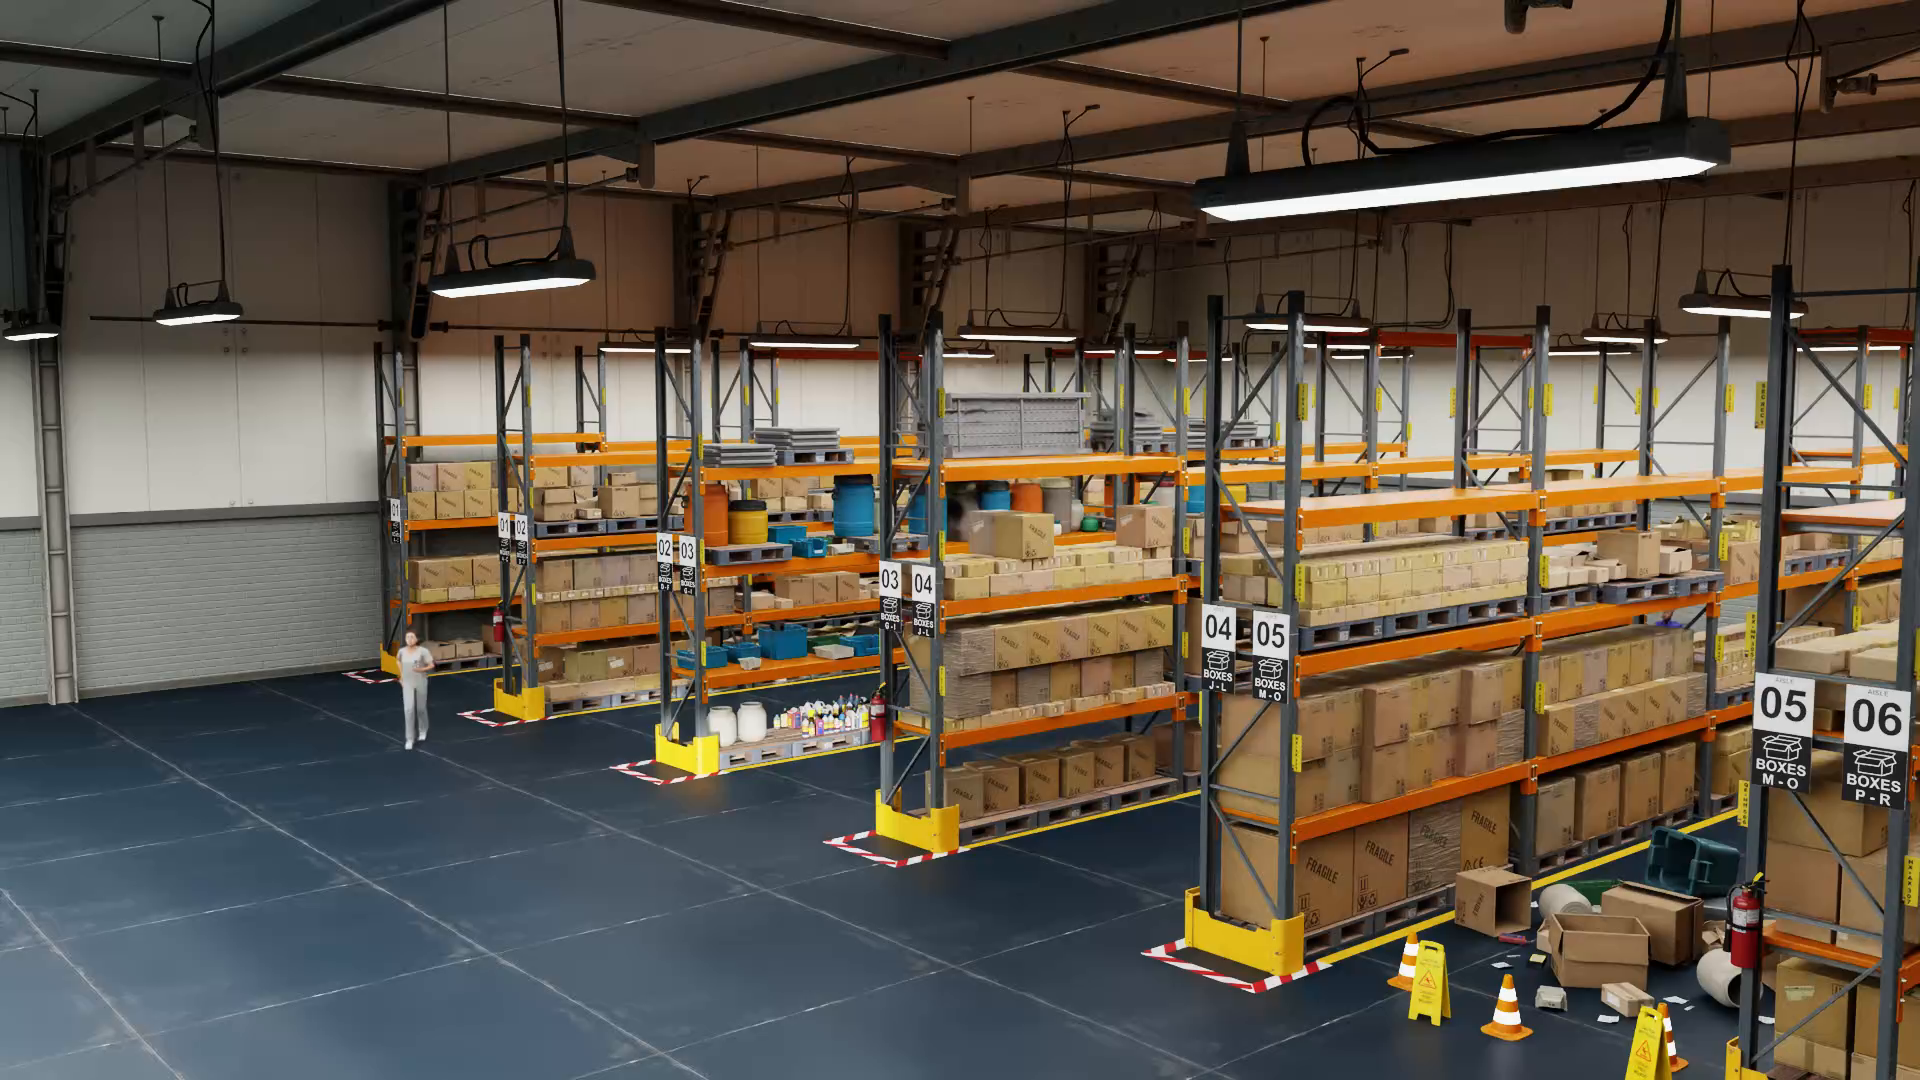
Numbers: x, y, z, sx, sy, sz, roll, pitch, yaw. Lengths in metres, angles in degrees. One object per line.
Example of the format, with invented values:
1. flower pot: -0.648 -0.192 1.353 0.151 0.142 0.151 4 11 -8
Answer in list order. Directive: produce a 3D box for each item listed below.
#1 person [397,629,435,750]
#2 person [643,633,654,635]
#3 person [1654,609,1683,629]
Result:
1. person: -7.843 2.109 23.963 0.562 1.667 0.902 -1 5 -8
2. person: -5.647 1.665 29.822 0.490 1.625 0.711 5 7 41
3. person: 11.551 1.892 27.193 0.543 1.626 0.585 -5 7 -45
